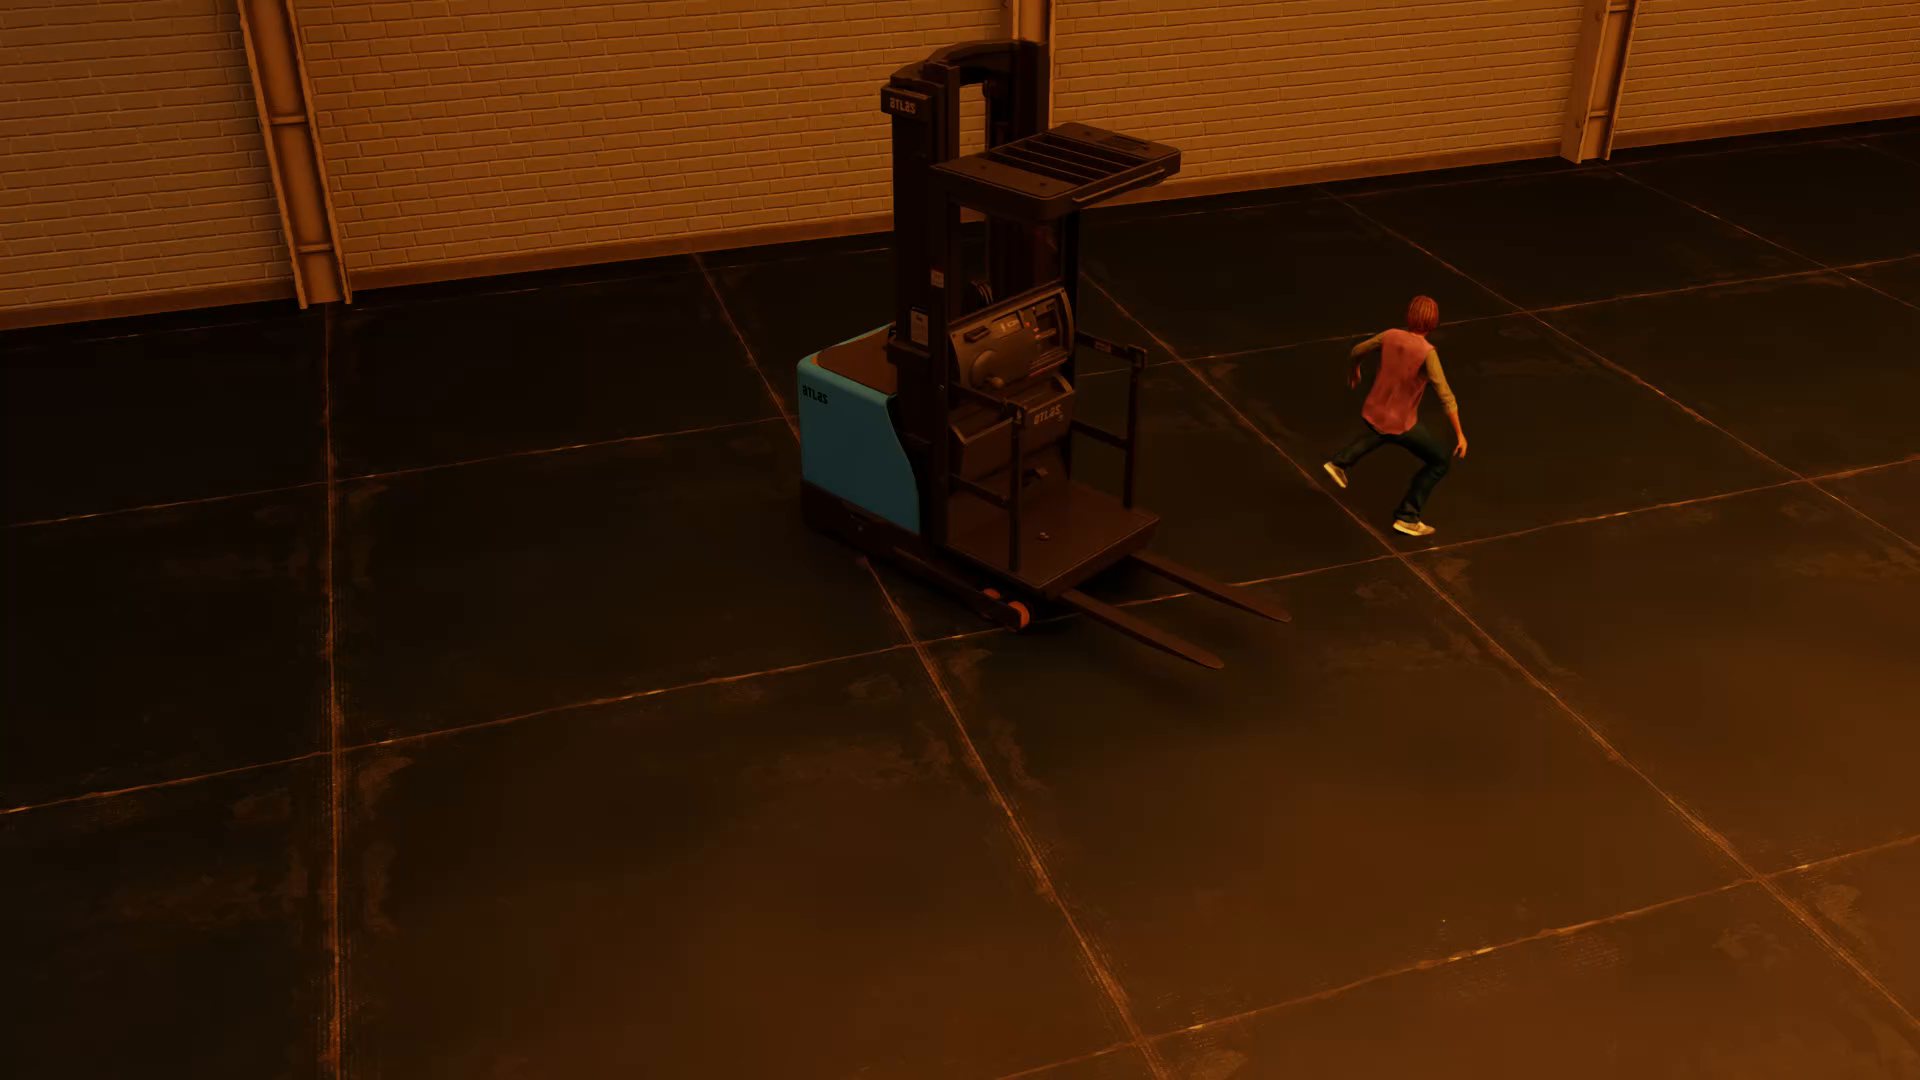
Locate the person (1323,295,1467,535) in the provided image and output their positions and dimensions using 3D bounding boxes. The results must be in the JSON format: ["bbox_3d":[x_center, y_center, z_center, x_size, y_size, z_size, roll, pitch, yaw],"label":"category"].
[{"bbox_3d":[2.632,-0.743,9.894,0.461,1.479,0.925,-15,33,-24],"label":"person"}]

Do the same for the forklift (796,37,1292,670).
[{"bbox_3d":[0.443,-1.061,8.931,3.031,2.935,1.130,25,38,37],"label":"forklift"}]
